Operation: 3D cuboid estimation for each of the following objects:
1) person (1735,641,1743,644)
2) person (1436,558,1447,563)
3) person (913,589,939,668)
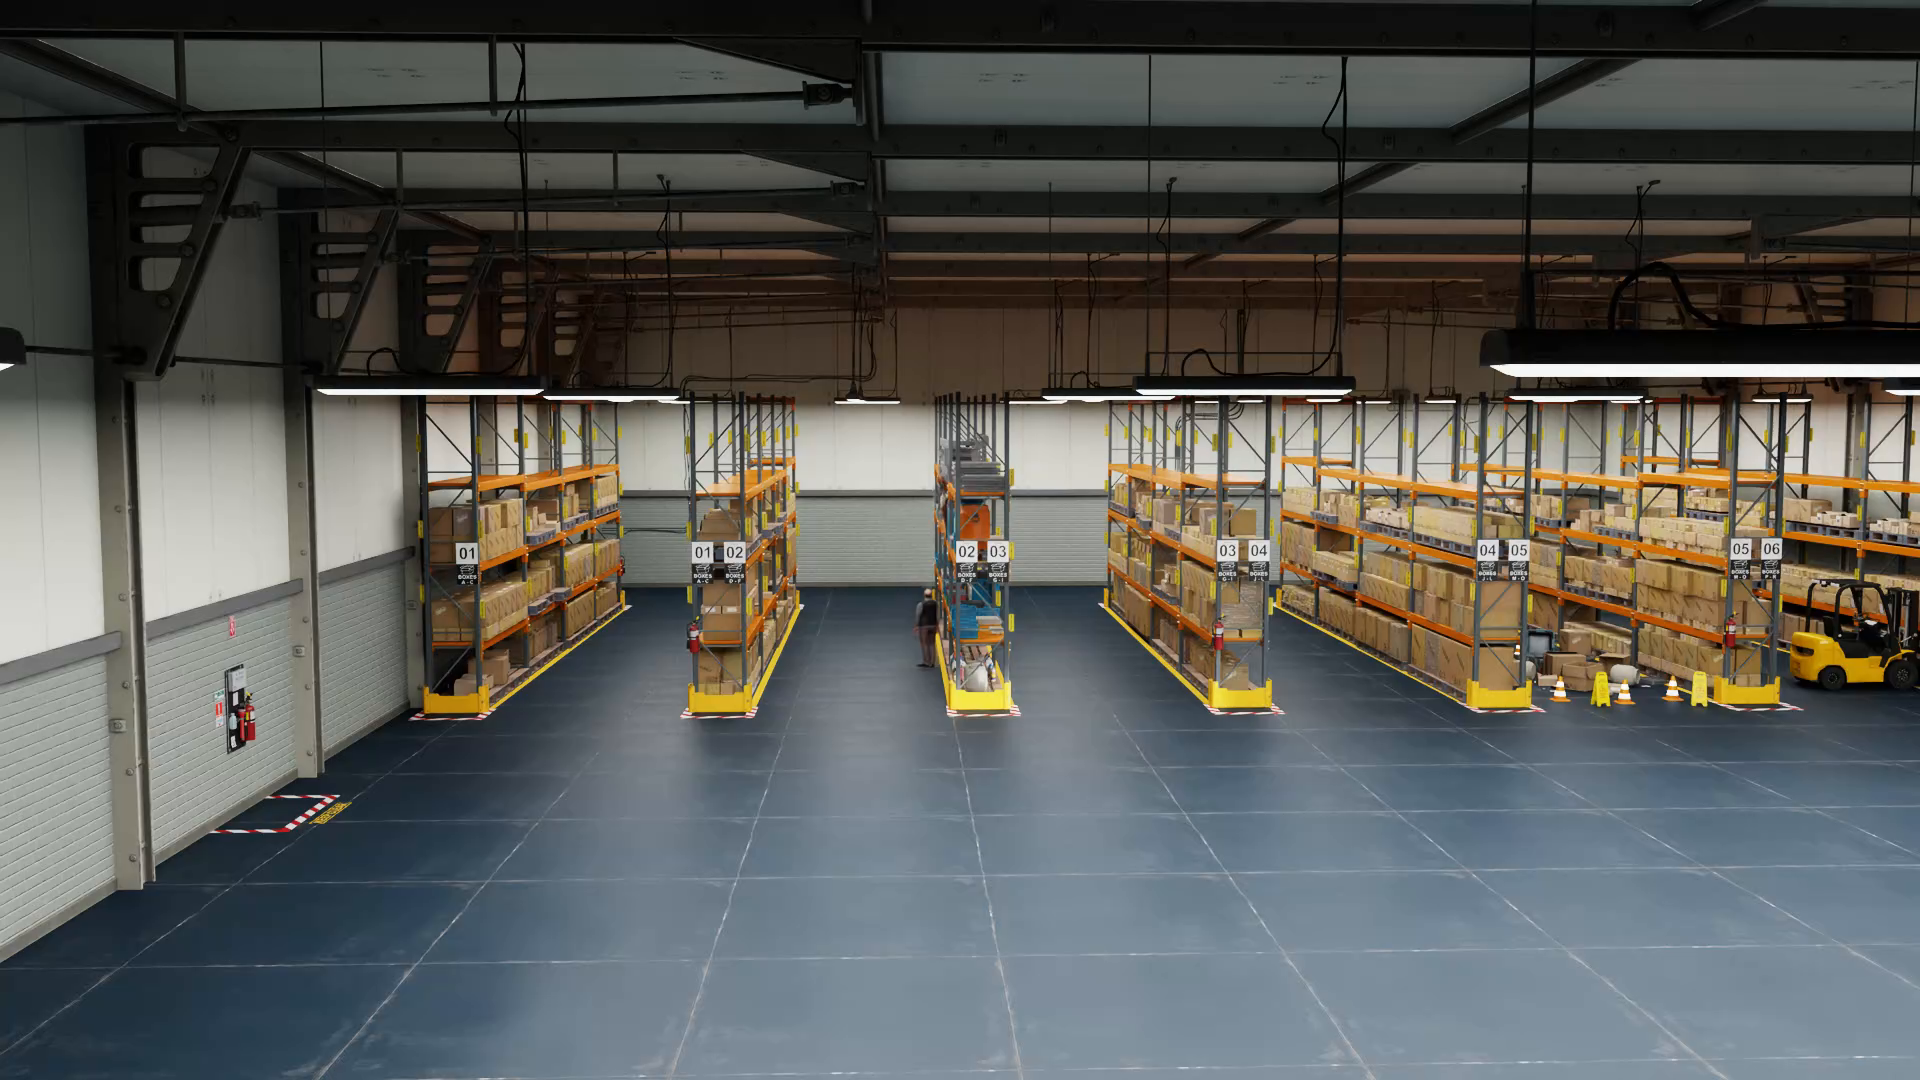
[{"bbox_3d":[17.091,1.971,36.438,0.429,1.697,0.525,4,6,43],"label":"person"},{"bbox_3d":[14.241,0.973,49.286,1.032,1.613,0.641,0,5,-6],"label":"person"},{"bbox_3d":[-0.740,1.949,36.431,0.628,1.760,0.393,-3,5,-31],"label":"person"}]
